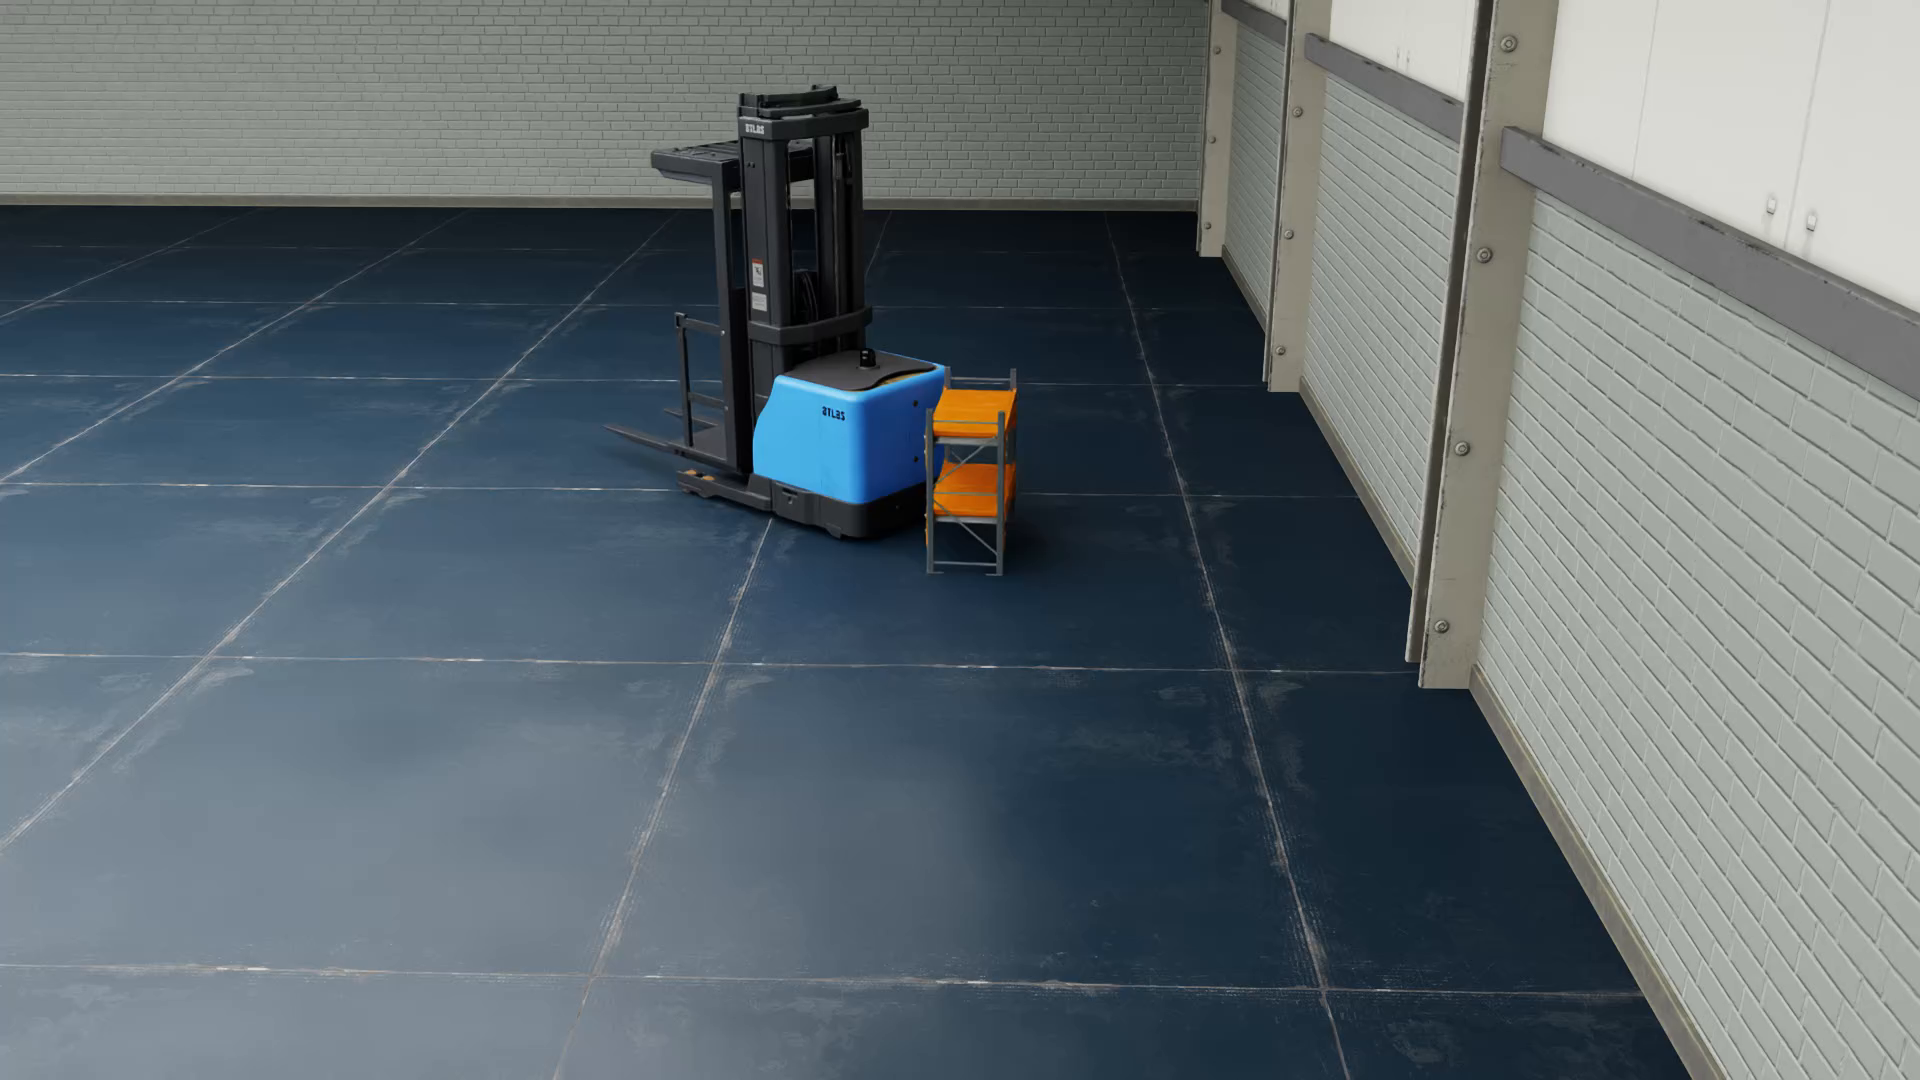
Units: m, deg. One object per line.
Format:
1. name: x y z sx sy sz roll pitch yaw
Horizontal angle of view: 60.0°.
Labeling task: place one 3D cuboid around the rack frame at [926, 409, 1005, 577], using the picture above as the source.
1. rack frame: 0.035 -0.297 10.738 0.500 1.125 0.032 2 21 6

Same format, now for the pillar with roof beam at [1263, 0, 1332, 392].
1. pillar with roof beam: -1.365 -5.647 13.643 9.100 9.000 0.400 1 21 2

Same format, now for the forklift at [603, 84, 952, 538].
1. forklift: -1.487 -1.803 12.123 3.031 2.935 1.130 17 27 38

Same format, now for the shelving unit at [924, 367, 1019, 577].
1. shelving unit: 0.088 -0.479 11.209 0.538 1.125 1.048 2 21 6

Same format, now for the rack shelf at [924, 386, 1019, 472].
1. rack shelf: 0.088 -0.752 11.104 0.538 0.278 1.000 2 21 6

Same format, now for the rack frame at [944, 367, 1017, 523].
1. rack frame: 0.141 -0.662 11.681 0.500 1.125 0.032 2 21 6

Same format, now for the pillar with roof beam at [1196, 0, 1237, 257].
1. pillar with roof beam: -1.182 -7.817 19.234 9.100 9.000 0.400 1 21 2

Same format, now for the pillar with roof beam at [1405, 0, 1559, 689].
1. pillar with roof beam: -1.547 -3.478 8.052 9.100 9.000 0.400 1 21 2

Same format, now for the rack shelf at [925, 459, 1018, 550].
1. rack shelf: 0.088 -0.251 11.298 0.538 0.278 1.000 2 21 6
